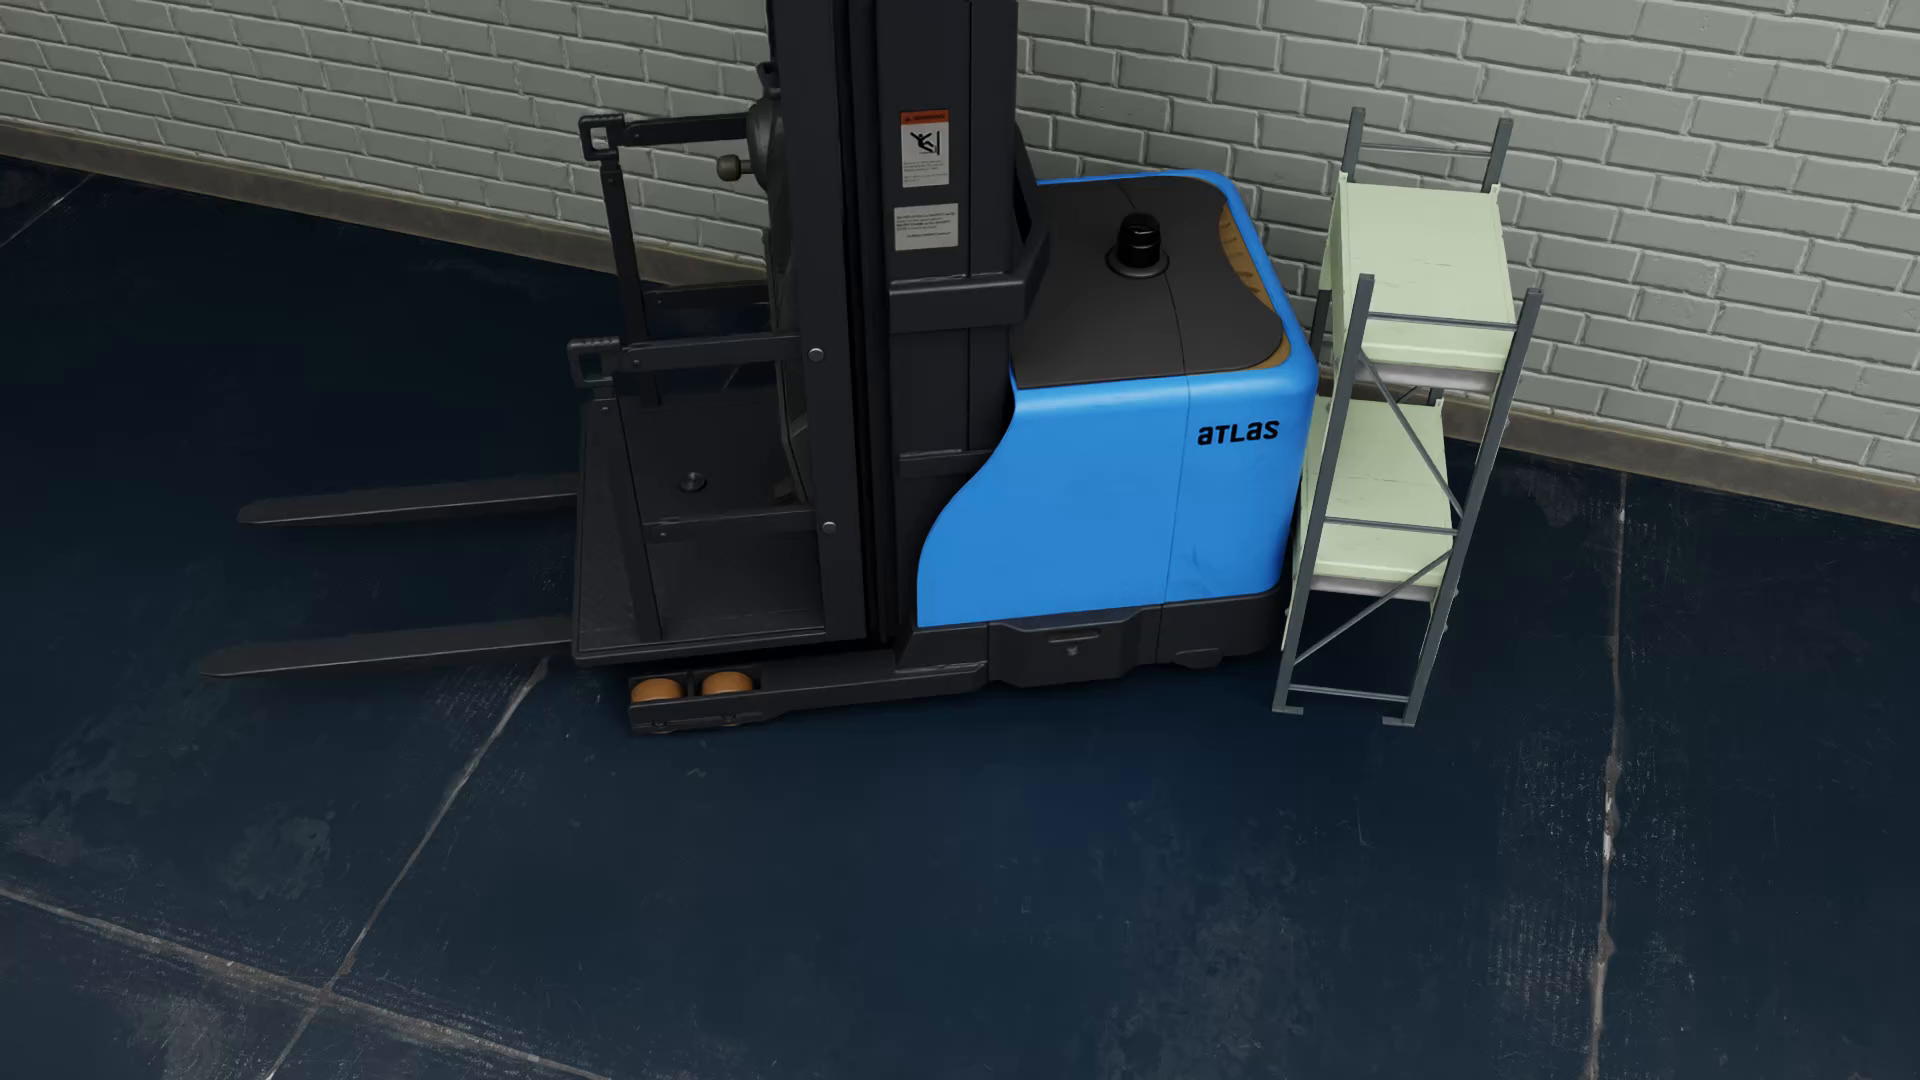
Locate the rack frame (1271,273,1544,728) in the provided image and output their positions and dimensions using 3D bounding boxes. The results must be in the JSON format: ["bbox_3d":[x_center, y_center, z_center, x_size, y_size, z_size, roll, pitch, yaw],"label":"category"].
[{"bbox_3d":[1.089,-0.033,4.211,0.400,1.500,0.023,6,45,6],"label":"rack frame"}]

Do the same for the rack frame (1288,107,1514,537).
[{"bbox_3d":[1.195,-0.539,4.729,0.400,1.500,0.023,6,45,6],"label":"rack frame"}]

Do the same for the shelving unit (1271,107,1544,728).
[{"bbox_3d":[1.142,-0.286,4.470,0.431,1.500,0.755,6,45,6],"label":"shelving unit"}]

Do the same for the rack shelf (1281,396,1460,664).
[{"bbox_3d":[1.142,-0.053,4.698,0.431,0.370,0.720,6,45,6],"label":"rack shelf"}]

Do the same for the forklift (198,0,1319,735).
[{"bbox_3d":[-0.634,-0.896,4.070,3.031,2.935,1.130,-5,45,-6],"label":"forklift"}]

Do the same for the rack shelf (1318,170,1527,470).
[{"bbox_3d":[1.142,-0.565,4.197,0.431,0.370,0.720,6,45,6],"label":"rack shelf"}]
